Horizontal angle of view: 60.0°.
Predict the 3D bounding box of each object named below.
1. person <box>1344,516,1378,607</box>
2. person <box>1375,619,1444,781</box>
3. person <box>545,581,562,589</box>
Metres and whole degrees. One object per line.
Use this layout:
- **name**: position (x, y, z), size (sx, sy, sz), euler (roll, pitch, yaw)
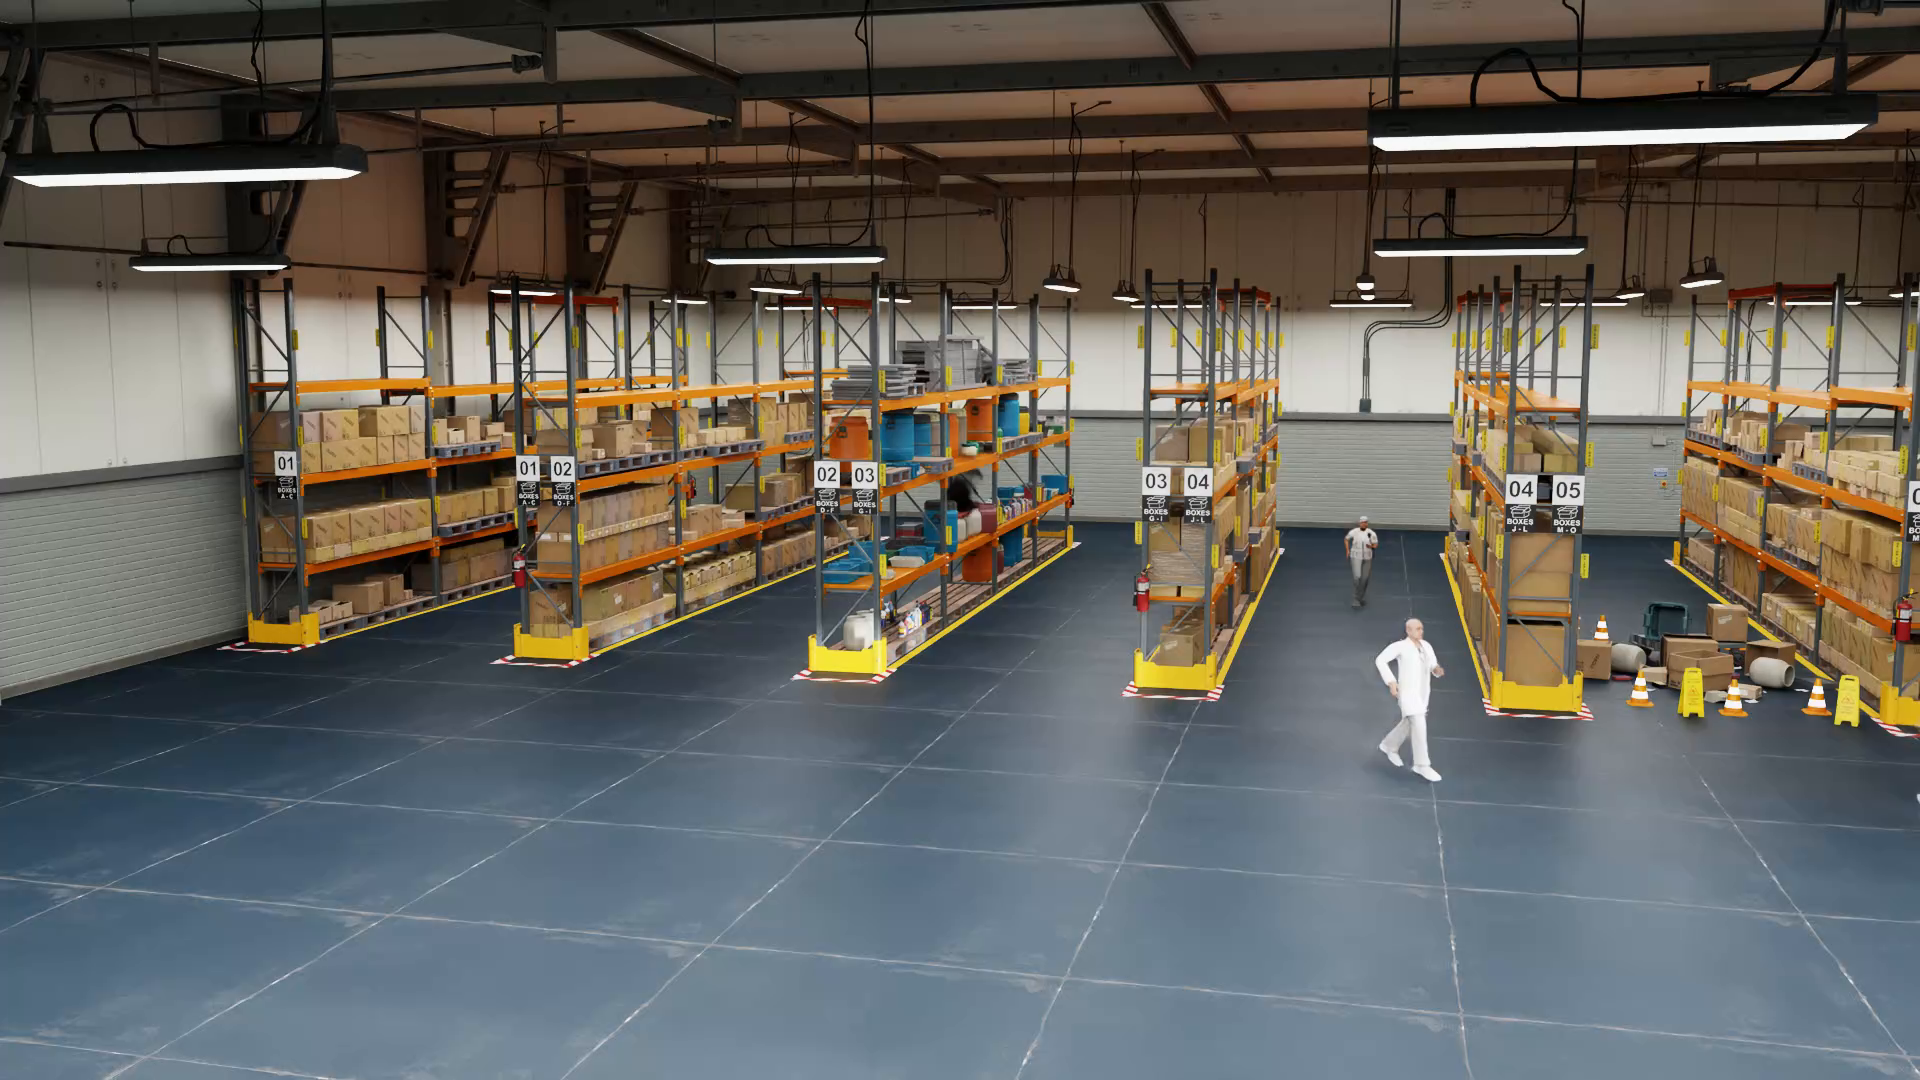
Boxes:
- **person**: position (7.630, 0.404, 31.593), size (0.577, 1.729, 0.735), euler (0, 7, 1)
- **person**: position (5.219, 1.795, 19.188), size (0.694, 1.788, 0.994), euler (-5, 8, -35)
- **person**: position (-7.353, 0.510, 30.441), size (0.644, 1.772, 0.793), euler (1, 7, 10)
